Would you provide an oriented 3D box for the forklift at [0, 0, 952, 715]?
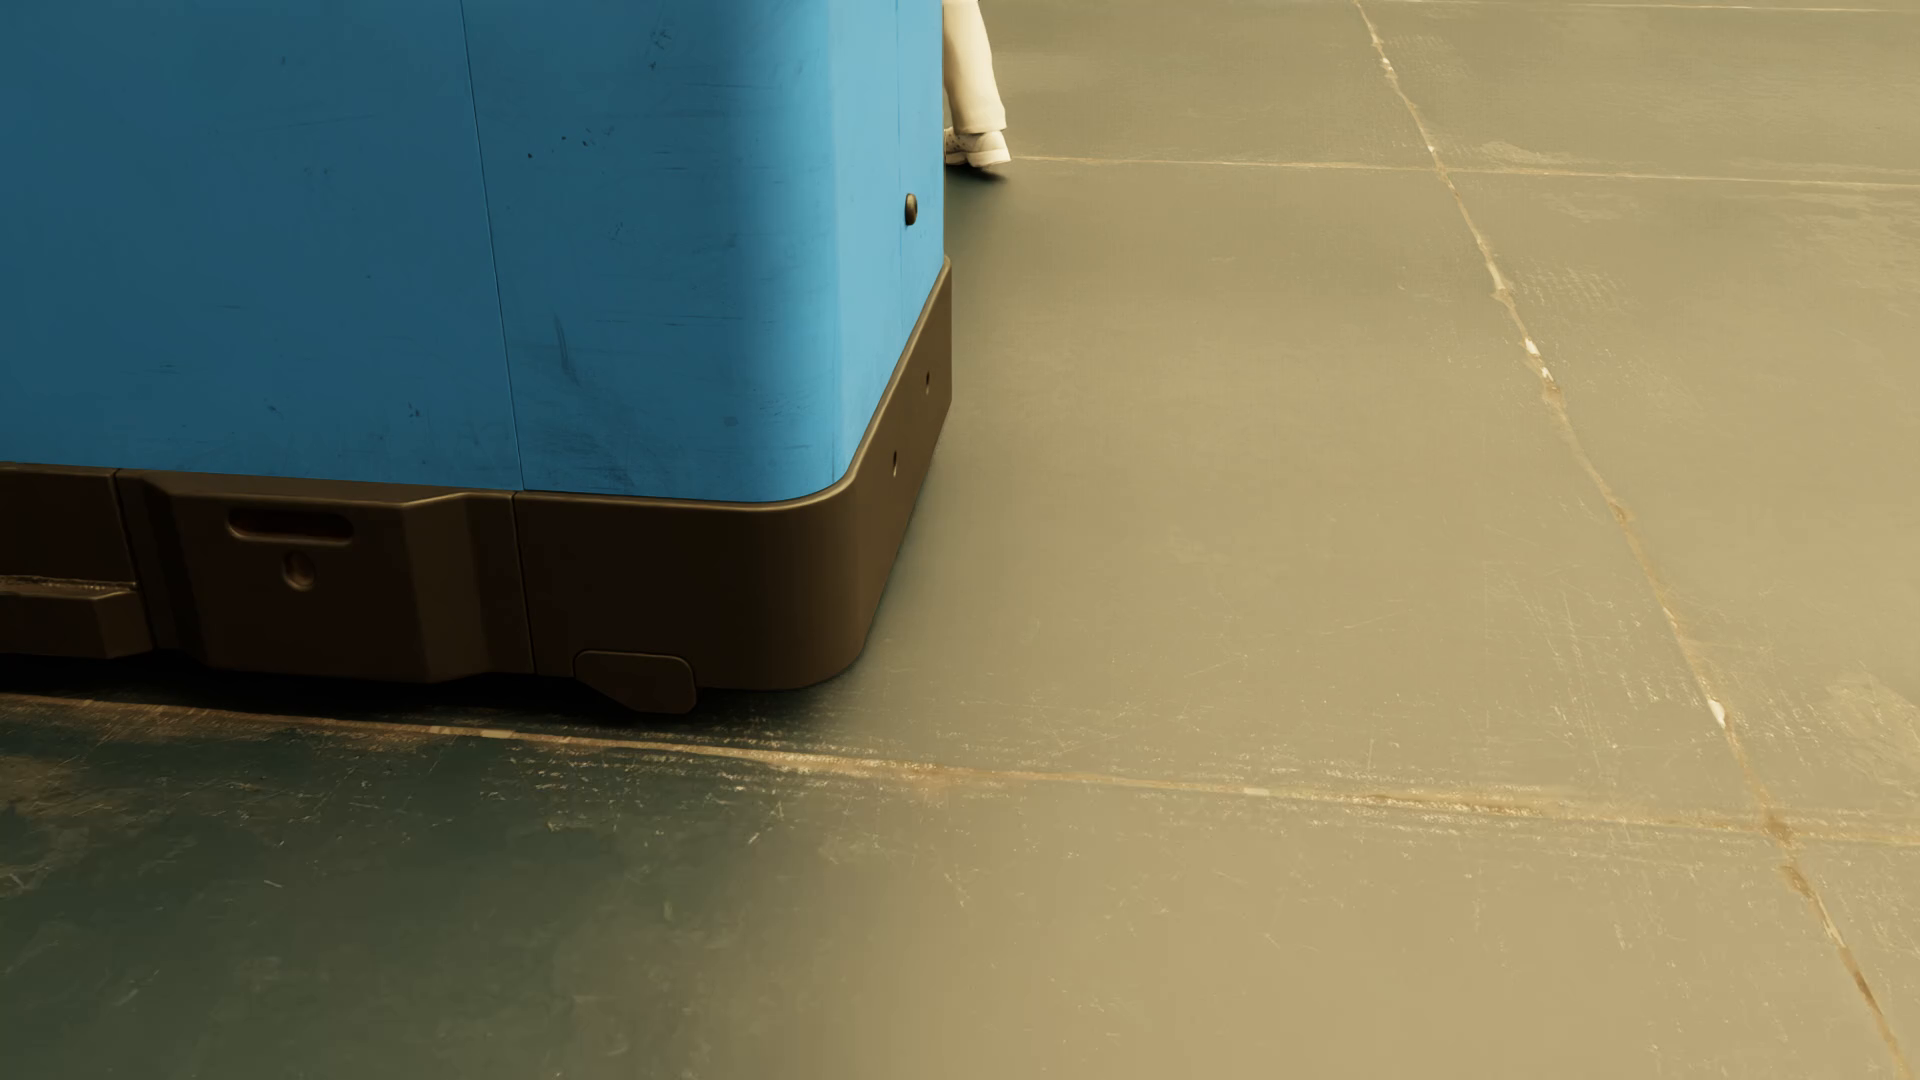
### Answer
[{"bbox_3d":[-1.571,-1.381,1.984,3.031,2.935,1.130,3,27,7],"label":"forklift"}]

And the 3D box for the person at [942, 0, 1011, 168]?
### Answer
[{"bbox_3d":[-0.089,-1.786,4.243,0.655,1.784,0.888,-19,32,-33],"label":"person"}]
